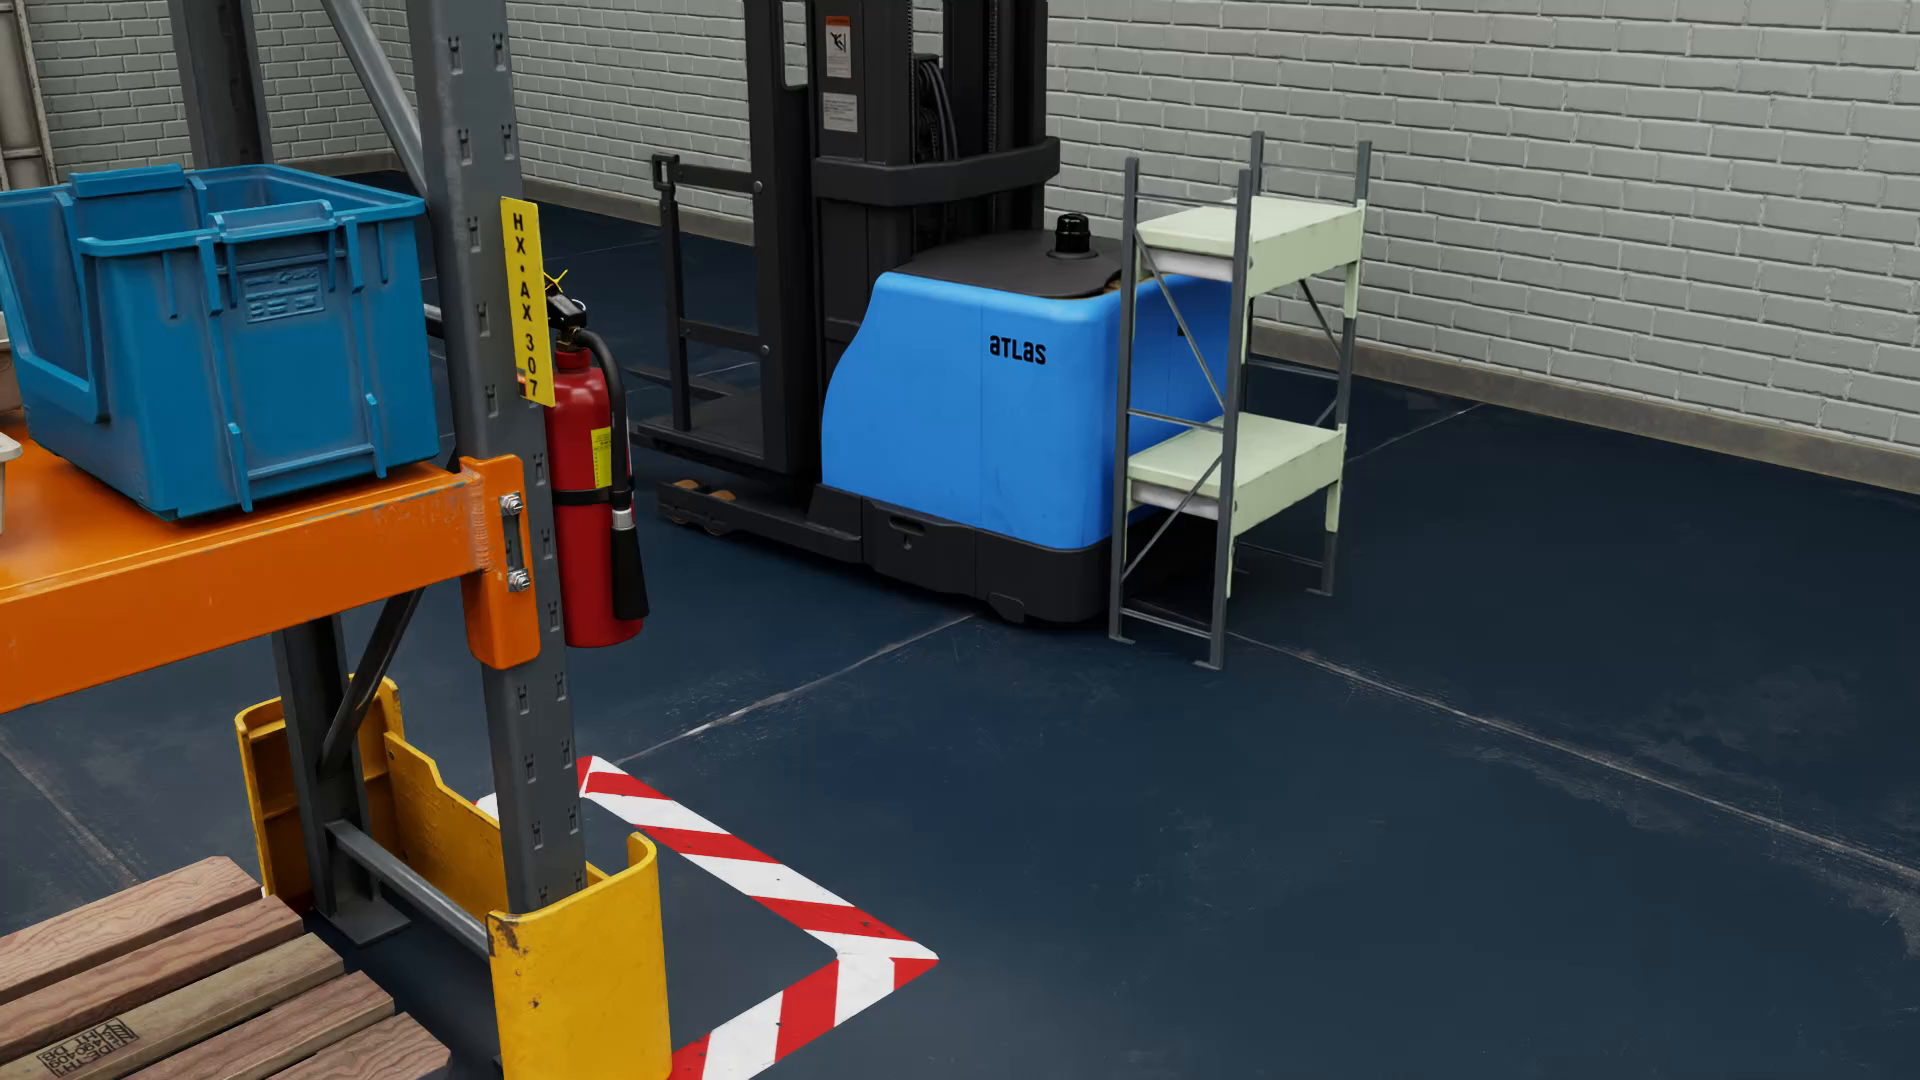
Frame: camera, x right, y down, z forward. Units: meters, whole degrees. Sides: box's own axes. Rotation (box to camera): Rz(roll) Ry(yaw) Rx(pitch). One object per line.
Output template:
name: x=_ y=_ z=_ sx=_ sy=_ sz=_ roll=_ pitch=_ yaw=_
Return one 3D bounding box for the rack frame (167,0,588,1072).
rack frame: x=-1.093 y=-0.434 z=3.024 sx=1.000 sy=3.000 sz=0.127 roll=19 pitch=28 yaw=41

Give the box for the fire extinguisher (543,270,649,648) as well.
fire extinguisher: x=-0.662 y=-0.149 z=2.910 sx=0.296 sy=0.674 sz=0.183 roll=19 pitch=28 yaw=41

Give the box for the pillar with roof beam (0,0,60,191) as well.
pillar with roof beam: x=-3.843 y=-5.547 z=7.964 sx=9.100 sy=9.000 sz=0.400 roll=19 pitch=28 yaw=41

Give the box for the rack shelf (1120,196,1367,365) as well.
rack shelf: x=0.860 y=-0.814 z=5.015 sx=0.431 sy=0.370 sz=0.720 roll=16 pitch=26 yaw=35

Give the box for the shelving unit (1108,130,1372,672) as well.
shelving unit: x=0.861 y=-0.450 z=5.155 sx=0.431 sy=1.500 sz=0.755 roll=16 pitch=26 yaw=35

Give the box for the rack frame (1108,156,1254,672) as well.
rack frame: x=0.634 y=-0.347 z=4.887 sx=0.400 sy=1.500 sz=0.023 roll=16 pitch=26 yaw=35

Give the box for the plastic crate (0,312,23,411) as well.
plastic crate: x=-1.784 y=-0.297 z=2.949 sx=0.250 sy=0.136 sz=0.298 roll=19 pitch=28 yaw=41

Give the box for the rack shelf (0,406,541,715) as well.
rack shelf: x=-2.488 y=0.415 z=1.816 sx=1.077 sy=0.370 sz=4.000 roll=19 pitch=28 yaw=41

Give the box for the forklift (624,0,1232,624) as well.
forklift: x=-0.504 y=-1.514 z=5.928 sx=3.031 sy=2.935 sz=1.130 roll=16 pitch=26 yaw=36

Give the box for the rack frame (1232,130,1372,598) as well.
rack frame: x=1.087 y=-0.553 z=5.423 sx=0.400 sy=1.500 sz=0.023 roll=16 pitch=26 yaw=35

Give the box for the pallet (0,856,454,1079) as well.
pallet: x=-1.696 y=1.069 z=2.998 sx=1.003 sy=0.211 sz=1.213 roll=19 pitch=28 yaw=41

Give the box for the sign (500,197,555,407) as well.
sign: x=-0.688 y=-0.377 z=2.647 sx=0.100 sy=0.325 sz=0.005 roll=19 pitch=28 yaw=41

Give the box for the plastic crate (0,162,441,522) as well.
plastic crate: x=-1.193 y=-0.346 z=2.661 sx=0.616 sy=0.435 sz=0.499 roll=19 pitch=28 yaw=41

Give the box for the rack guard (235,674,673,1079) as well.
rack guard: x=-1.086 y=0.723 z=3.497 sx=1.175 sy=0.500 sz=0.348 roll=19 pitch=28 yaw=41

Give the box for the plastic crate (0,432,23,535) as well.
plastic crate: x=-1.532 y=-0.084 z=2.397 sx=0.396 sy=0.136 sz=0.243 roll=19 pitch=28 yaw=41

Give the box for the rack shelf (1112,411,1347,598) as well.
rack shelf: x=0.861 y=-0.146 z=5.272 sx=0.431 sy=0.370 sz=0.720 roll=16 pitch=26 yaw=35
